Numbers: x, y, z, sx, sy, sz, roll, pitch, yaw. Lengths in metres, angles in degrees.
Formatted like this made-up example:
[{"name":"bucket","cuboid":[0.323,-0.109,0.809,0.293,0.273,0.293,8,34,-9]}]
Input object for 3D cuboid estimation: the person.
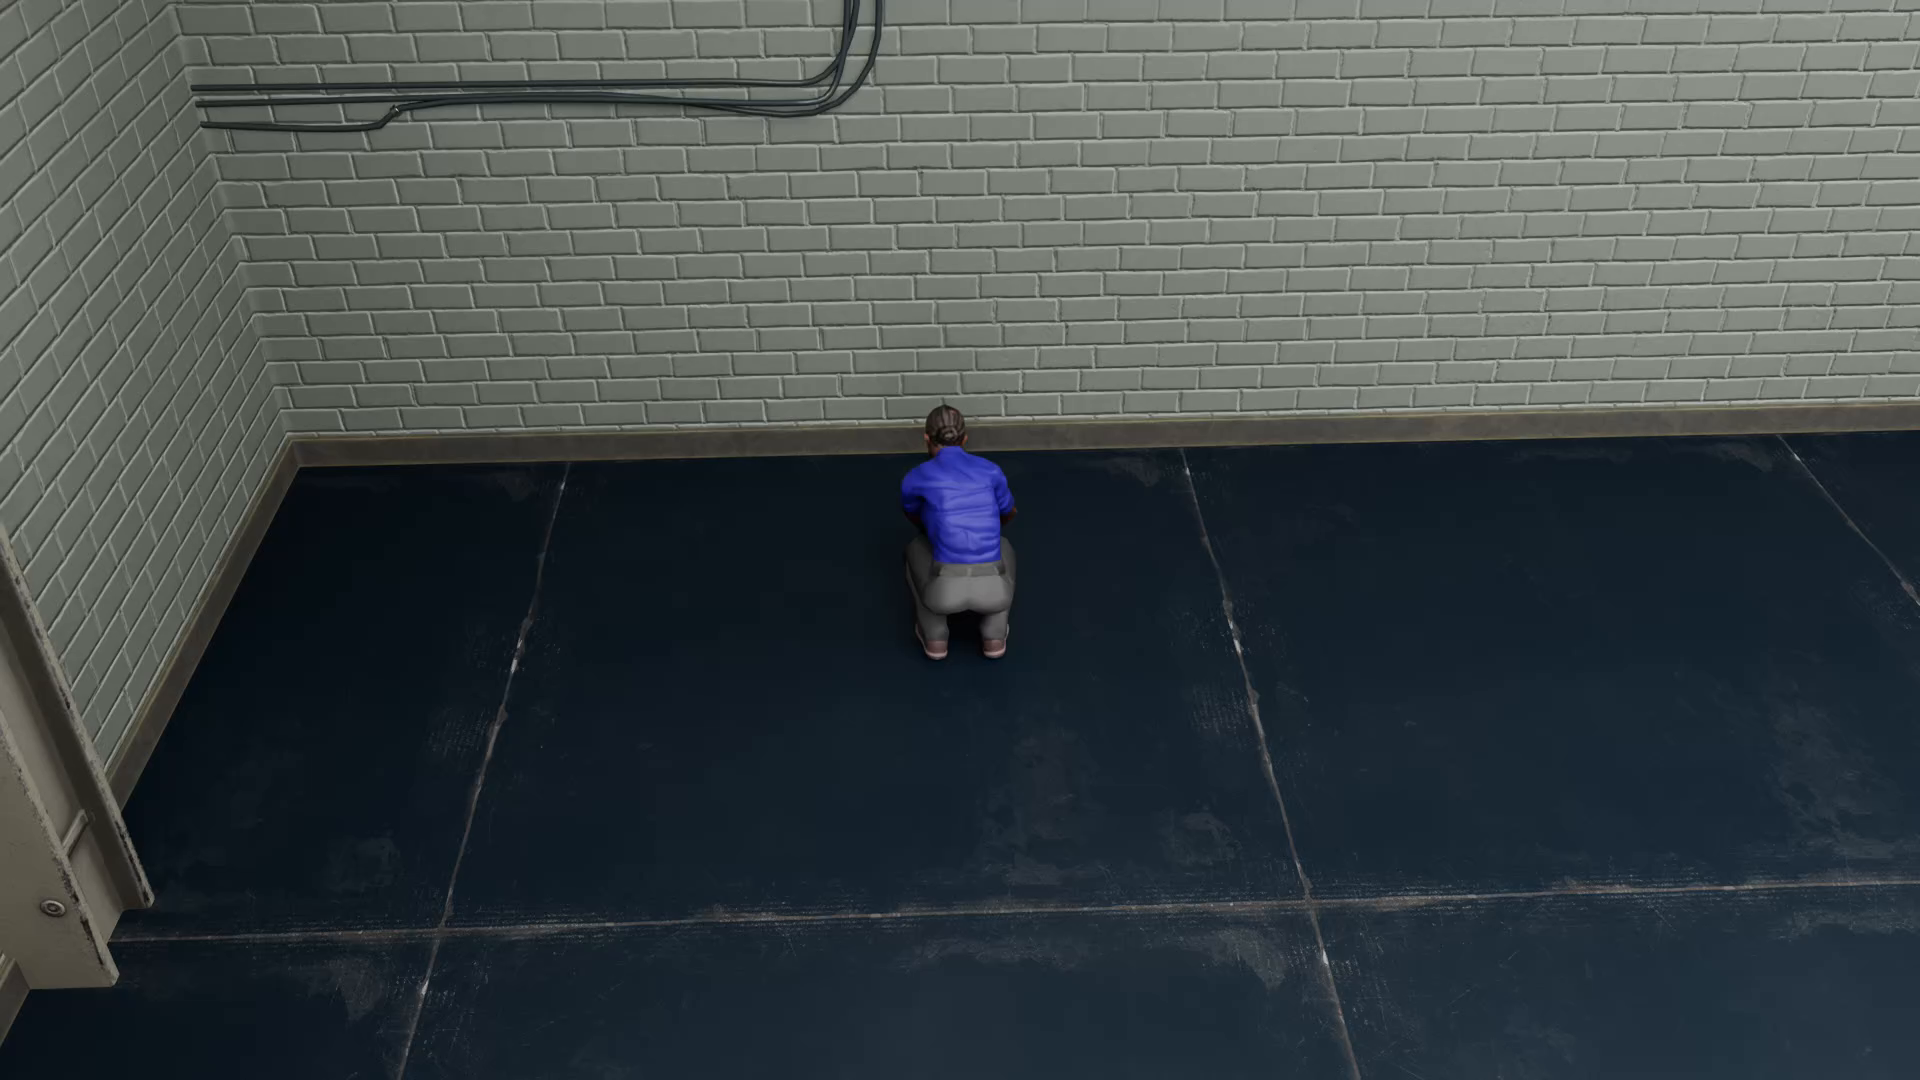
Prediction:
[{"name":"person","cuboid":[0.004,-0.043,6.857,0.489,0.925,0.826,-2,35,-2]}]
